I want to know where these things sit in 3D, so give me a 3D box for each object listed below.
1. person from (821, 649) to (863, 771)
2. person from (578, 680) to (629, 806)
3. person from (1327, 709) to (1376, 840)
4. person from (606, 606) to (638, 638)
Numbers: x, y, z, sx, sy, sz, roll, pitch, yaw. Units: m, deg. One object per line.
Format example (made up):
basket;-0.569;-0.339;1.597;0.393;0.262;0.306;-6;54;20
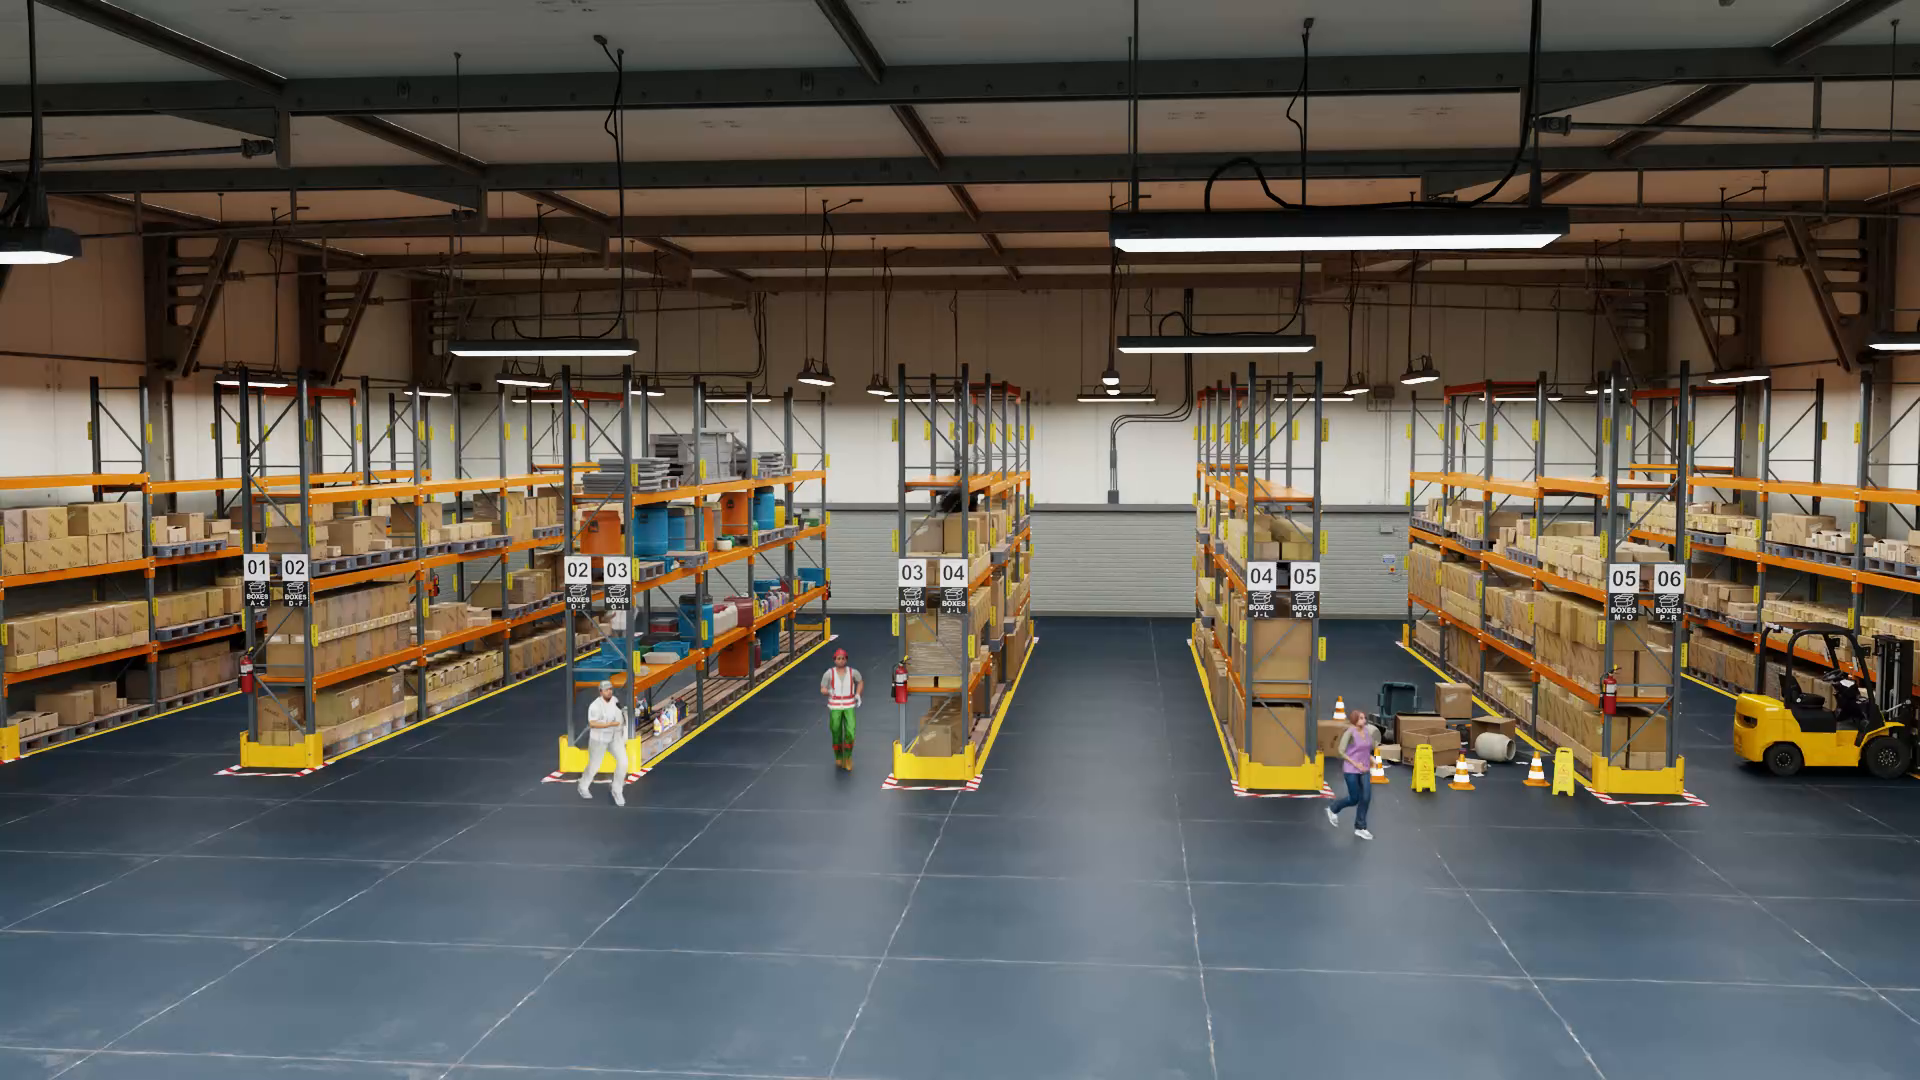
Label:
person;-1.746;2.527;24.698;0.642;1.807;0.677;0;4;-6
person;-4.802;2.737;22.509;0.609;1.710;0.873;-3;5;-44
person;4.907;2.891;20.729;0.566;1.594;0.680;-2;4;-34
person;-7.065;1.872;34.725;0.646;1.809;0.808;0;4;-4
